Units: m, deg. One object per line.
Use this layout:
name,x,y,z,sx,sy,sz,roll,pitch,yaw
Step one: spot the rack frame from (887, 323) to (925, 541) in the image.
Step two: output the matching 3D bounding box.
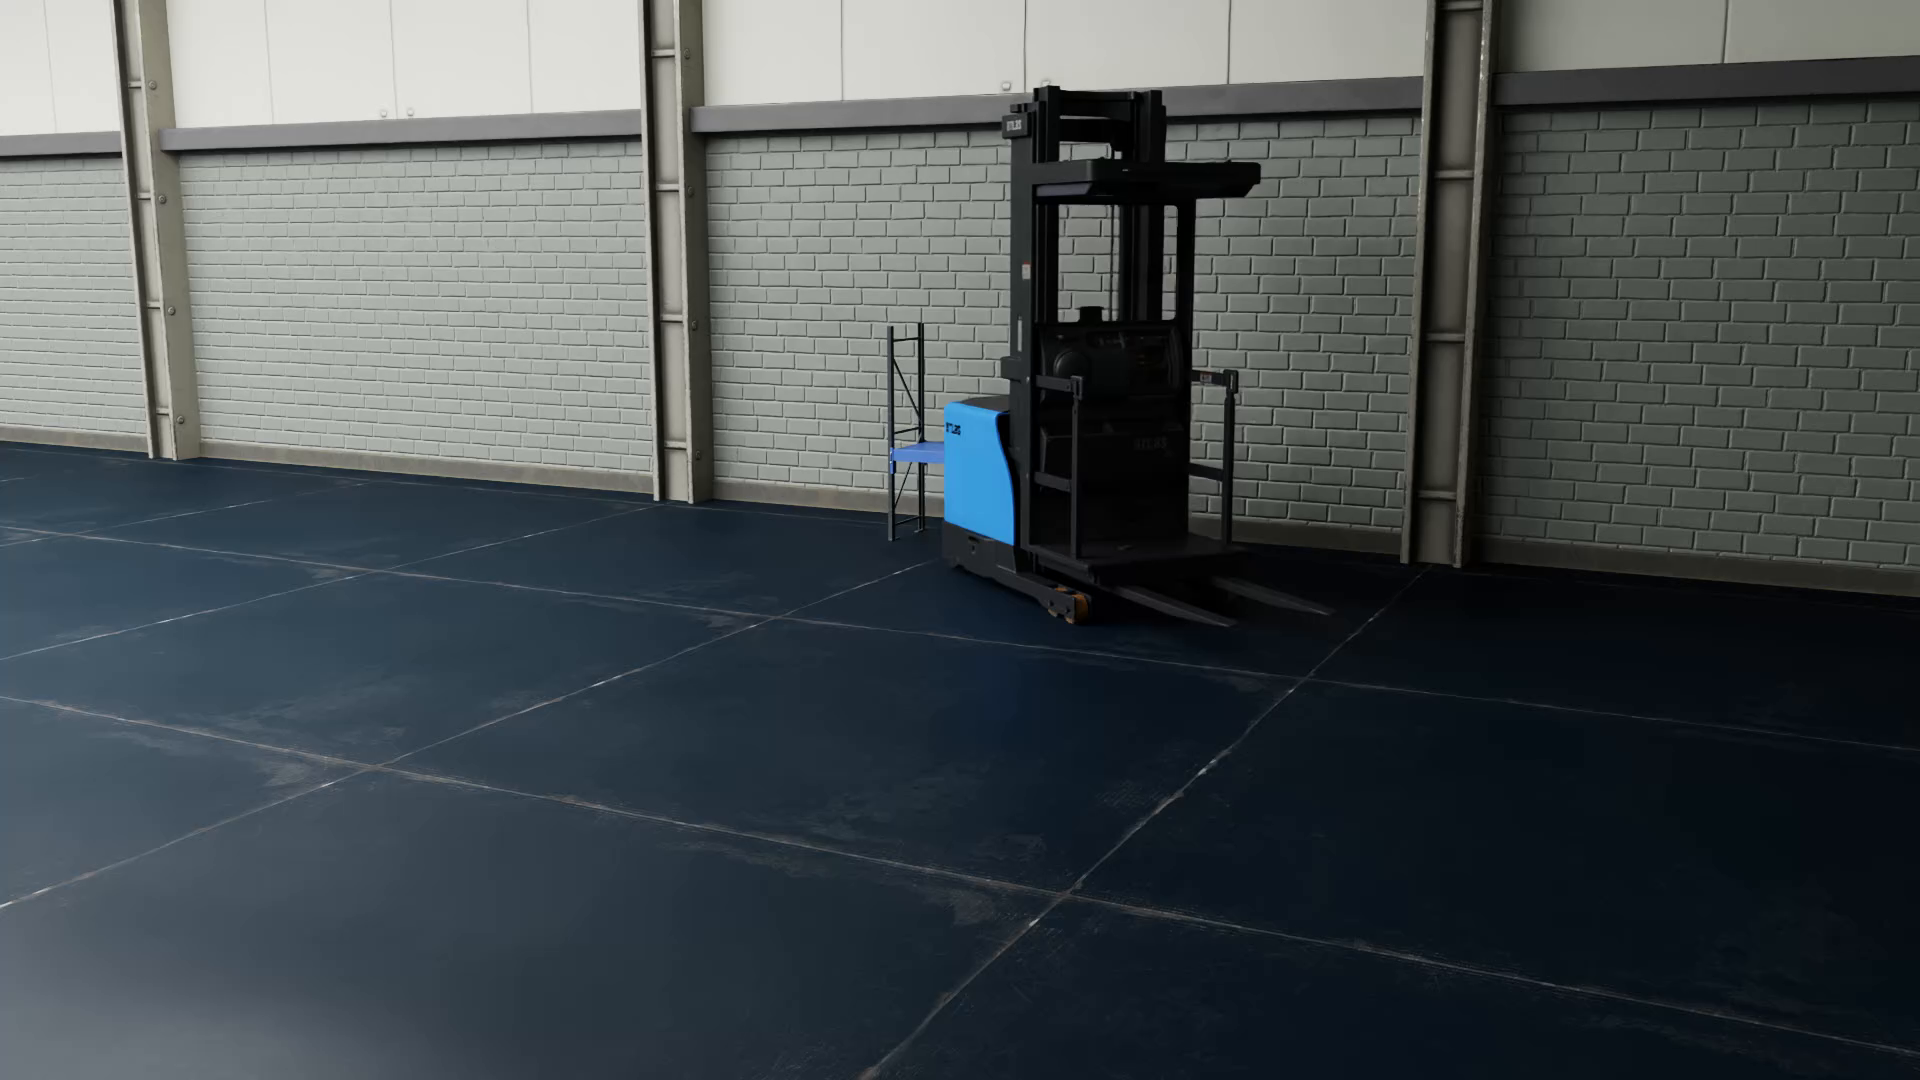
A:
rack frame,-0.379,-0.771,11.781,0.032,1.500,0.500,5,11,26

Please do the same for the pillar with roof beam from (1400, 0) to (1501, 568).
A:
pillar with roof beam,1.228,-3.601,6.359,0.400,9.000,9.100,5,11,26

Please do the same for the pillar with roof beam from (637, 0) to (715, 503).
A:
pillar with roof beam,-4.153,-4.074,8.971,0.400,9.000,9.100,5,11,26

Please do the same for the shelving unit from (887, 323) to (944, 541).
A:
shelving unit,0.076,-0.731,11.559,1.048,1.500,0.538,5,11,26

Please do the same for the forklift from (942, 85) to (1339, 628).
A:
forklift,0.970,-1.069,9.405,1.130,2.935,3.031,-5,11,-25

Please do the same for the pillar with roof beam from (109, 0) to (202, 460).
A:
pillar with roof beam,-9.534,-4.547,11.583,0.400,9.000,9.100,5,11,26

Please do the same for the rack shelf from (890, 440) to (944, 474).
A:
rack shelf,0.076,-0.554,11.592,1.000,0.185,0.538,5,11,26
